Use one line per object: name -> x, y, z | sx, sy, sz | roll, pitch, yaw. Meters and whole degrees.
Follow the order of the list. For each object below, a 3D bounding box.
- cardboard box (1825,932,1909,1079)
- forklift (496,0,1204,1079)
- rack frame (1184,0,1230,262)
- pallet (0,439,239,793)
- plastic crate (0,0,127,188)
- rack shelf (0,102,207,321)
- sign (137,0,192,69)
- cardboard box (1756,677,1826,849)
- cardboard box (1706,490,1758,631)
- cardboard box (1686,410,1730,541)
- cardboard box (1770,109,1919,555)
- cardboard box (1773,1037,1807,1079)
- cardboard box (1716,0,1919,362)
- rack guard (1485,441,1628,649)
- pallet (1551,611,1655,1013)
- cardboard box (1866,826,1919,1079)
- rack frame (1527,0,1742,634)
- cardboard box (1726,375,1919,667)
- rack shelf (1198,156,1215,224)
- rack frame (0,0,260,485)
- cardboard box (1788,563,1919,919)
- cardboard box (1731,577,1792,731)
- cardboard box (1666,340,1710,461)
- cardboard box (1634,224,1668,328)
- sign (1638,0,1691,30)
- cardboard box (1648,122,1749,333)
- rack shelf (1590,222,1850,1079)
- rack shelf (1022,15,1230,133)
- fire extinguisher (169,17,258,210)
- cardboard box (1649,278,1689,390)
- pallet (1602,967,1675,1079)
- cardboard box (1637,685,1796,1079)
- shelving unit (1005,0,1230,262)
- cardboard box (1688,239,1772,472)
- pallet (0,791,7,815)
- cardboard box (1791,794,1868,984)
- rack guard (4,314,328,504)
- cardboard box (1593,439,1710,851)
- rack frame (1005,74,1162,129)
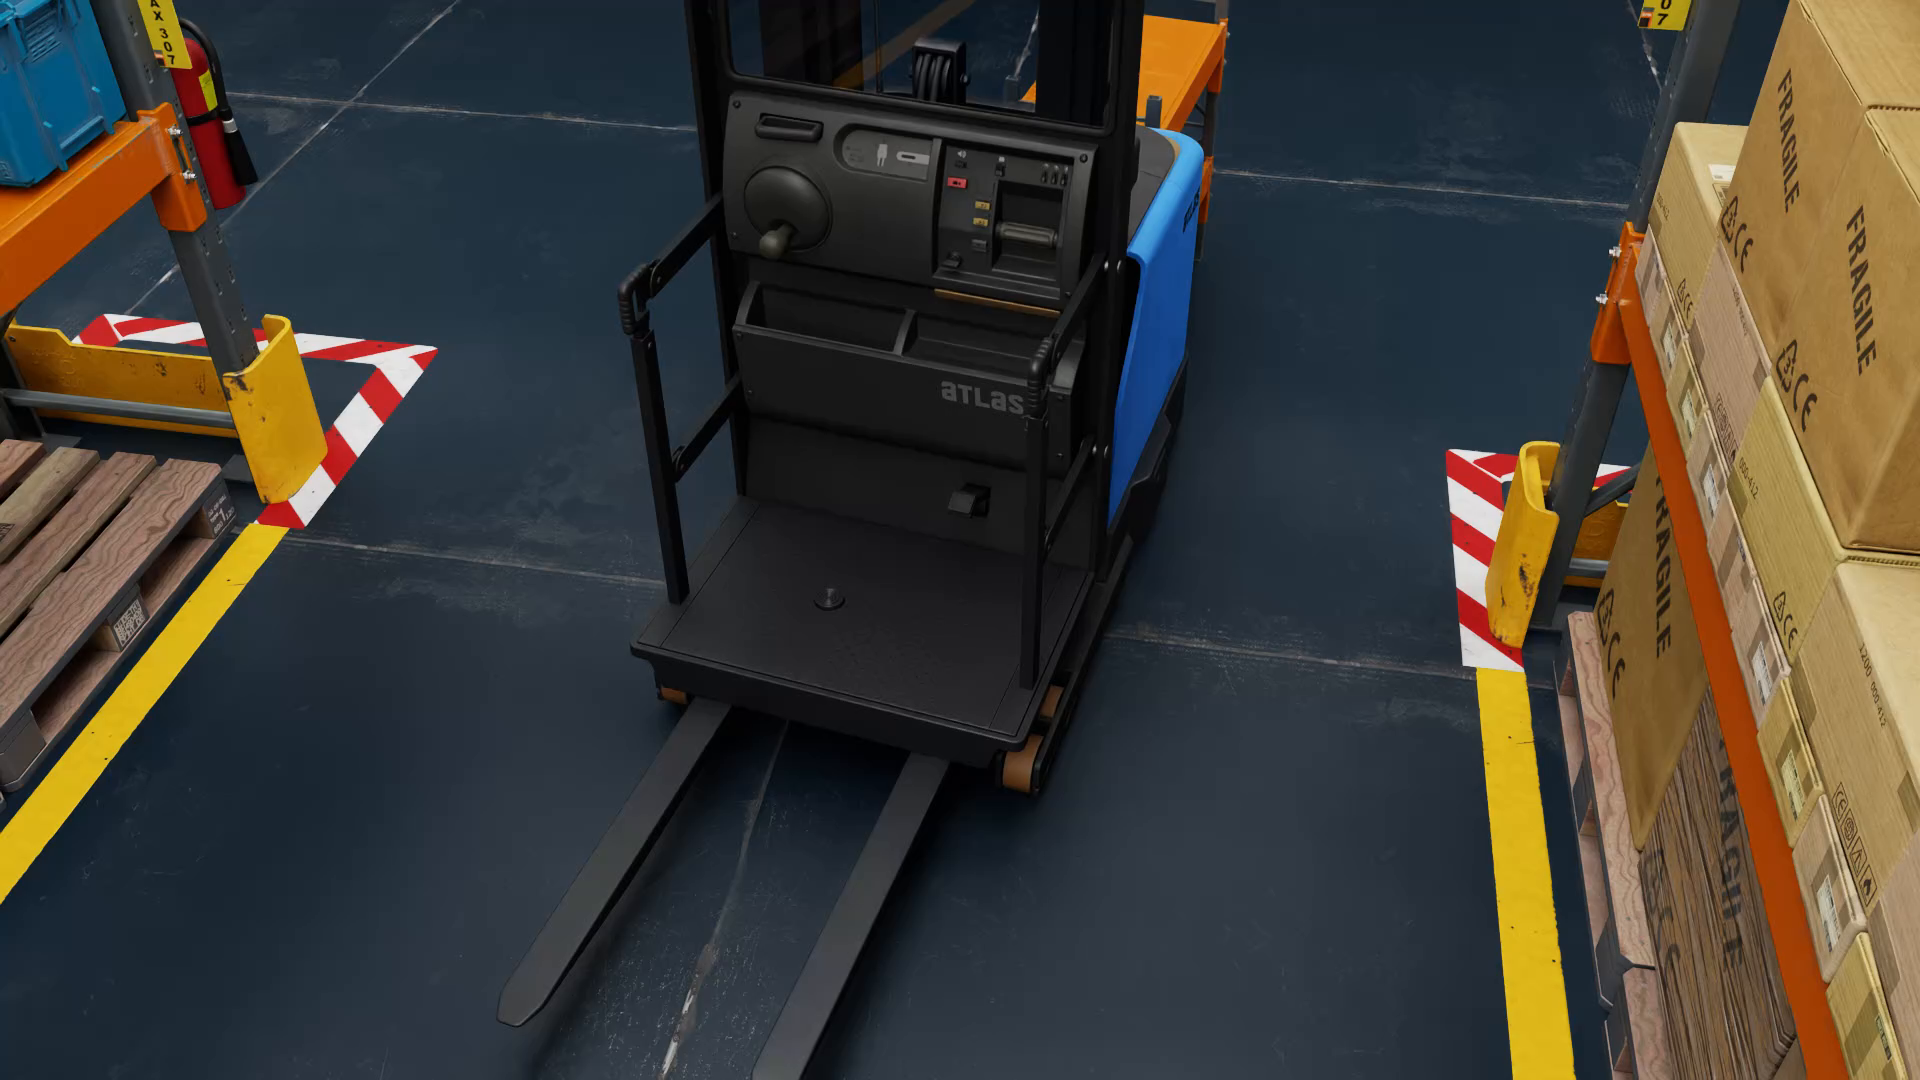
cardboard box -> 1.421, 0.697, 2.250 | 0.380, 0.149, 0.250 | 6, 40, 7
forklift -> -0.205, -0.752, 3.859 | 1.130, 2.935, 3.031 | 12, 41, 15
rack frame -> 0.721, -1.594, 6.295 | 0.500, 1.125, 0.032 | 13, 41, 15
pallet -> -2.899, 0.166, 4.884 | 1.003, 0.211, 1.213 | 6, 40, 8
plastic crate -> -2.592, -1.228, 4.307 | 0.616, 0.435, 0.499 | 6, 40, 8
rack shelf -> -3.064, 0.110, 3.327 | 1.077, 0.370, 4.000 | 6, 40, 8
sign -> -2.173, -1.435, 4.503 | 0.100, 0.325, 0.005 | 6, 40, 8
cardboard box -> 1.509, 0.373, 2.642 | 0.380, 0.149, 0.250 | 5, 40, 7
cardboard box -> 1.598, 0.052, 3.030 | 0.380, 0.149, 0.250 | 6, 40, 7
cardboard box -> 1.643, -0.107, 3.223 | 0.380, 0.149, 0.250 | 6, 40, 7
cardboard box -> 1.641, -0.311, 2.568 | 0.500, 0.500, 0.500 | 5, 40, 6
cardboard box -> 1.817, 1.321, 2.636 | 0.875, 0.875, 0.875 | 6, 40, 8
cardboard box -> 1.725, -0.637, 2.962 | 0.500, 0.500, 0.500 | 5, 40, 7
rack guard -> 2.165, 0.072, 4.770 | 1.175, 0.500, 0.348 | 6, 40, 8
pallet -> 2.099, 0.709, 4.227 | 1.003, 0.211, 1.213 | 6, 40, 8
cardboard box -> 1.462, 0.626, 2.023 | 0.500, 0.250, 0.500 | 7, 40, 9
rack frame -> 2.161, -0.876, 3.956 | 1.000, 3.000, 0.127 | 6, 40, 8
cardboard box -> 1.638, -0.020, 2.804 | 0.500, 0.250, 0.500 | 5, 40, 6
rack shelf -> 0.553, -1.099, 6.081 | 0.538, 0.278, 1.000 | 13, 41, 15
rack frame -> -2.718, -1.422, 4.616 | 1.000, 3.000, 0.127 | 6, 40, 8
cardboard box -> 1.553, 0.308, 2.407 | 0.500, 0.250, 0.500 | 6, 40, 7
cardboard box -> 1.554, 0.214, 2.834 | 0.380, 0.149, 0.250 | 6, 40, 7
cardboard box -> 1.687, -0.271, 3.421 | 0.380, 0.149, 0.250 | 6, 40, 7
cardboard box -> 1.774, -0.593, 3.810 | 0.380, 0.149, 0.250 | 7, 40, 8
sign -> 1.615, -1.305, 3.733 | 0.100, 0.325, 0.005 | 6, 40, 8
cardboard box -> 1.812, -0.661, 3.580 | 0.500, 0.250, 0.500 | 5, 40, 6
rack shelf -> 1.815, 0.656, 2.667 | 1.077, 0.370, 4.000 | 6, 40, 8
rack shelf -> 0.553, -1.513, 5.738 | 0.538, 0.278, 1.000 | 13, 41, 15
fire extinguisher -> -2.244, -1.293, 4.813 | 0.296, 0.674, 0.183 | 6, 40, 8
cardboard box -> 1.731, -0.432, 3.615 | 0.380, 0.149, 0.250 | 6, 40, 7
pallet -> 1.886, 1.472, 3.303 | 1.003, 0.211, 1.213 | 6, 40, 8
cardboard box -> 1.971, 0.763, 3.312 | 0.875, 0.875, 0.875 | 6, 40, 8
shelving unit -> 0.553, -1.288, 5.925 | 0.538, 1.125, 1.048 | 13, 41, 15
cardboard box -> 1.728, -0.334, 3.185 | 0.500, 0.250, 0.500 | 6, 40, 7
pallet -> -3.112, 0.929, 3.961 | 1.003, 0.211, 1.213 | 6, 40, 8
cardboard box -> 1.466, 0.537, 2.443 | 0.380, 0.149, 0.250 | 7, 40, 8
rack guard -> -2.726, -0.475, 5.433 | 1.175, 0.500, 0.348 | 6, 40, 8
cardboard box -> 2.129, 0.191, 4.002 | 0.875, 0.875, 0.875 | 6, 40, 8
rack frame -> 0.386, -0.982, 5.555 | 0.500, 1.125, 0.032 | 13, 41, 15
